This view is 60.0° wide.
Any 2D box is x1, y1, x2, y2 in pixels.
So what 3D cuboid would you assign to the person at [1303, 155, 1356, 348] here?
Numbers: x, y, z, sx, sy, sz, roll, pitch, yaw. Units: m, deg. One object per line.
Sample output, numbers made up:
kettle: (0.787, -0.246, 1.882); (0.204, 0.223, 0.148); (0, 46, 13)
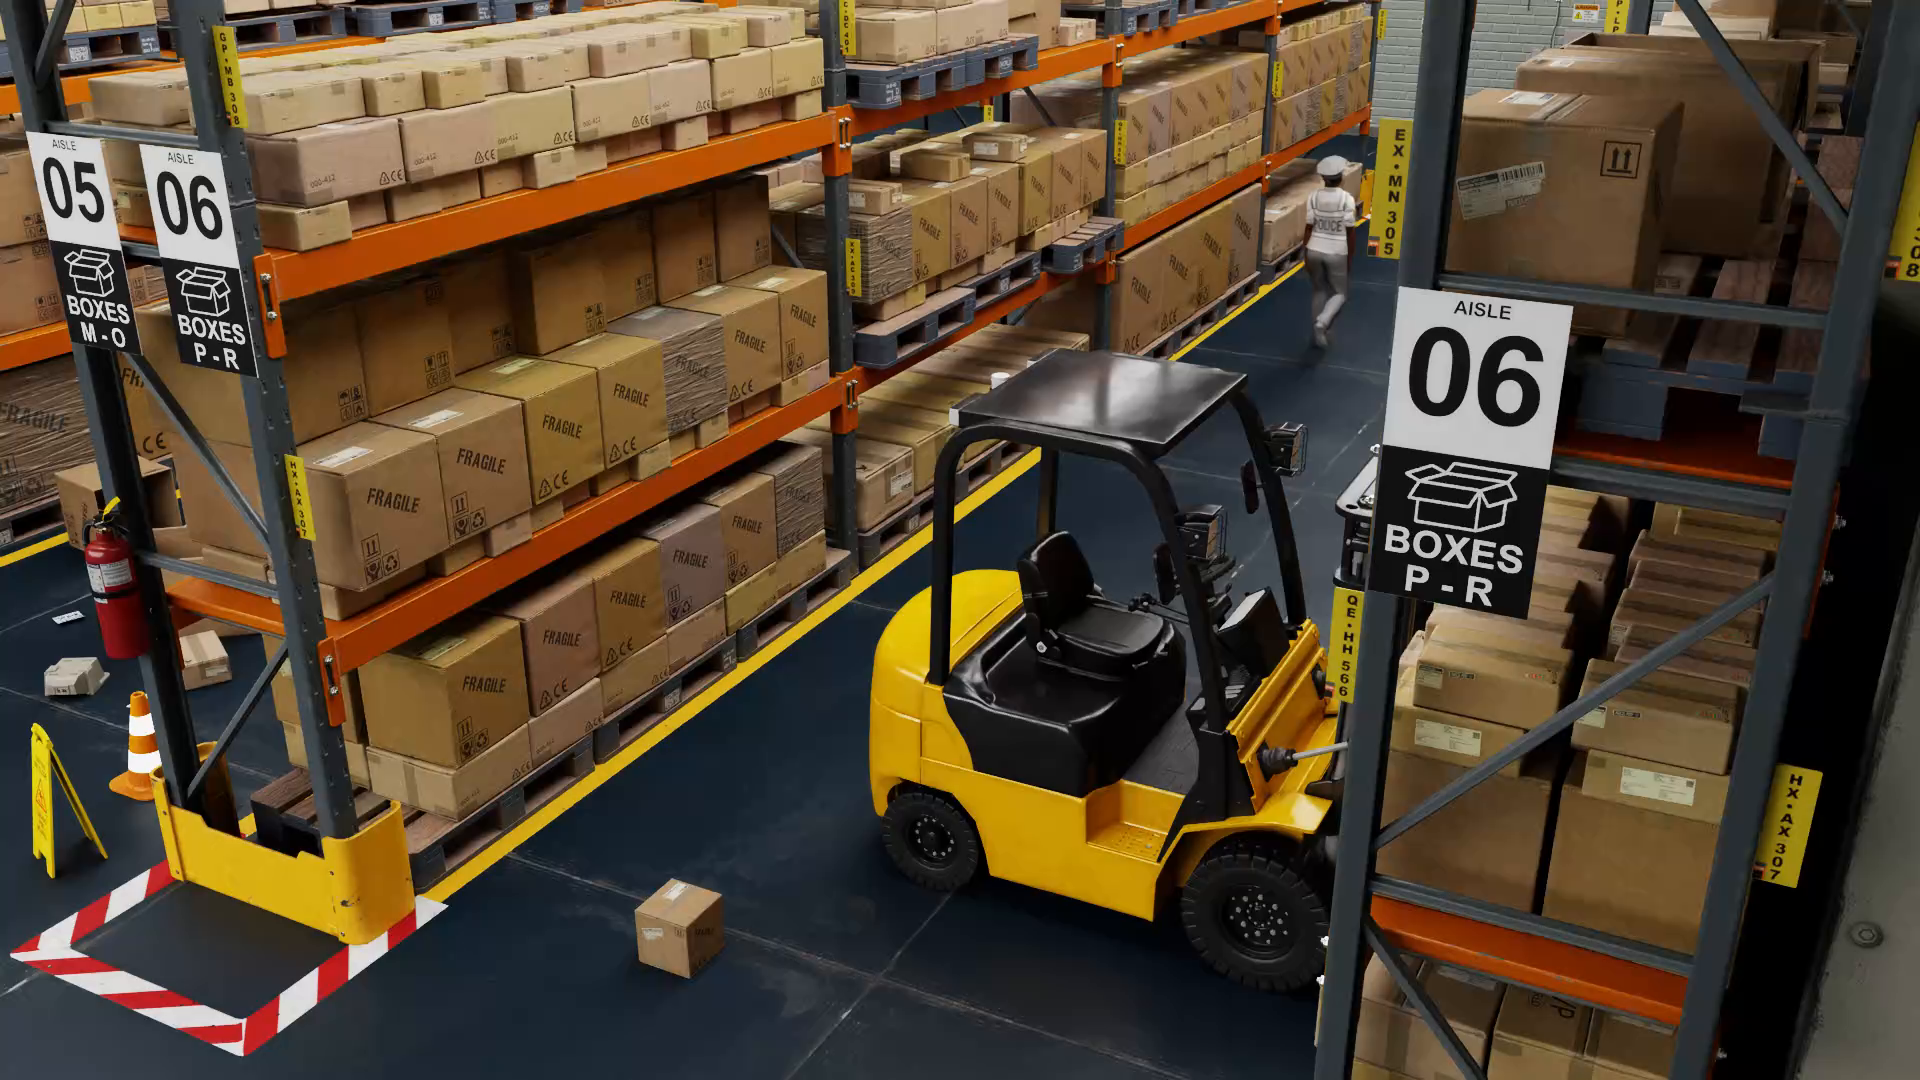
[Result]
person: (3.170, -2.461, 14.356); (0.458, 1.668, 0.698); (13, 26, 27)
